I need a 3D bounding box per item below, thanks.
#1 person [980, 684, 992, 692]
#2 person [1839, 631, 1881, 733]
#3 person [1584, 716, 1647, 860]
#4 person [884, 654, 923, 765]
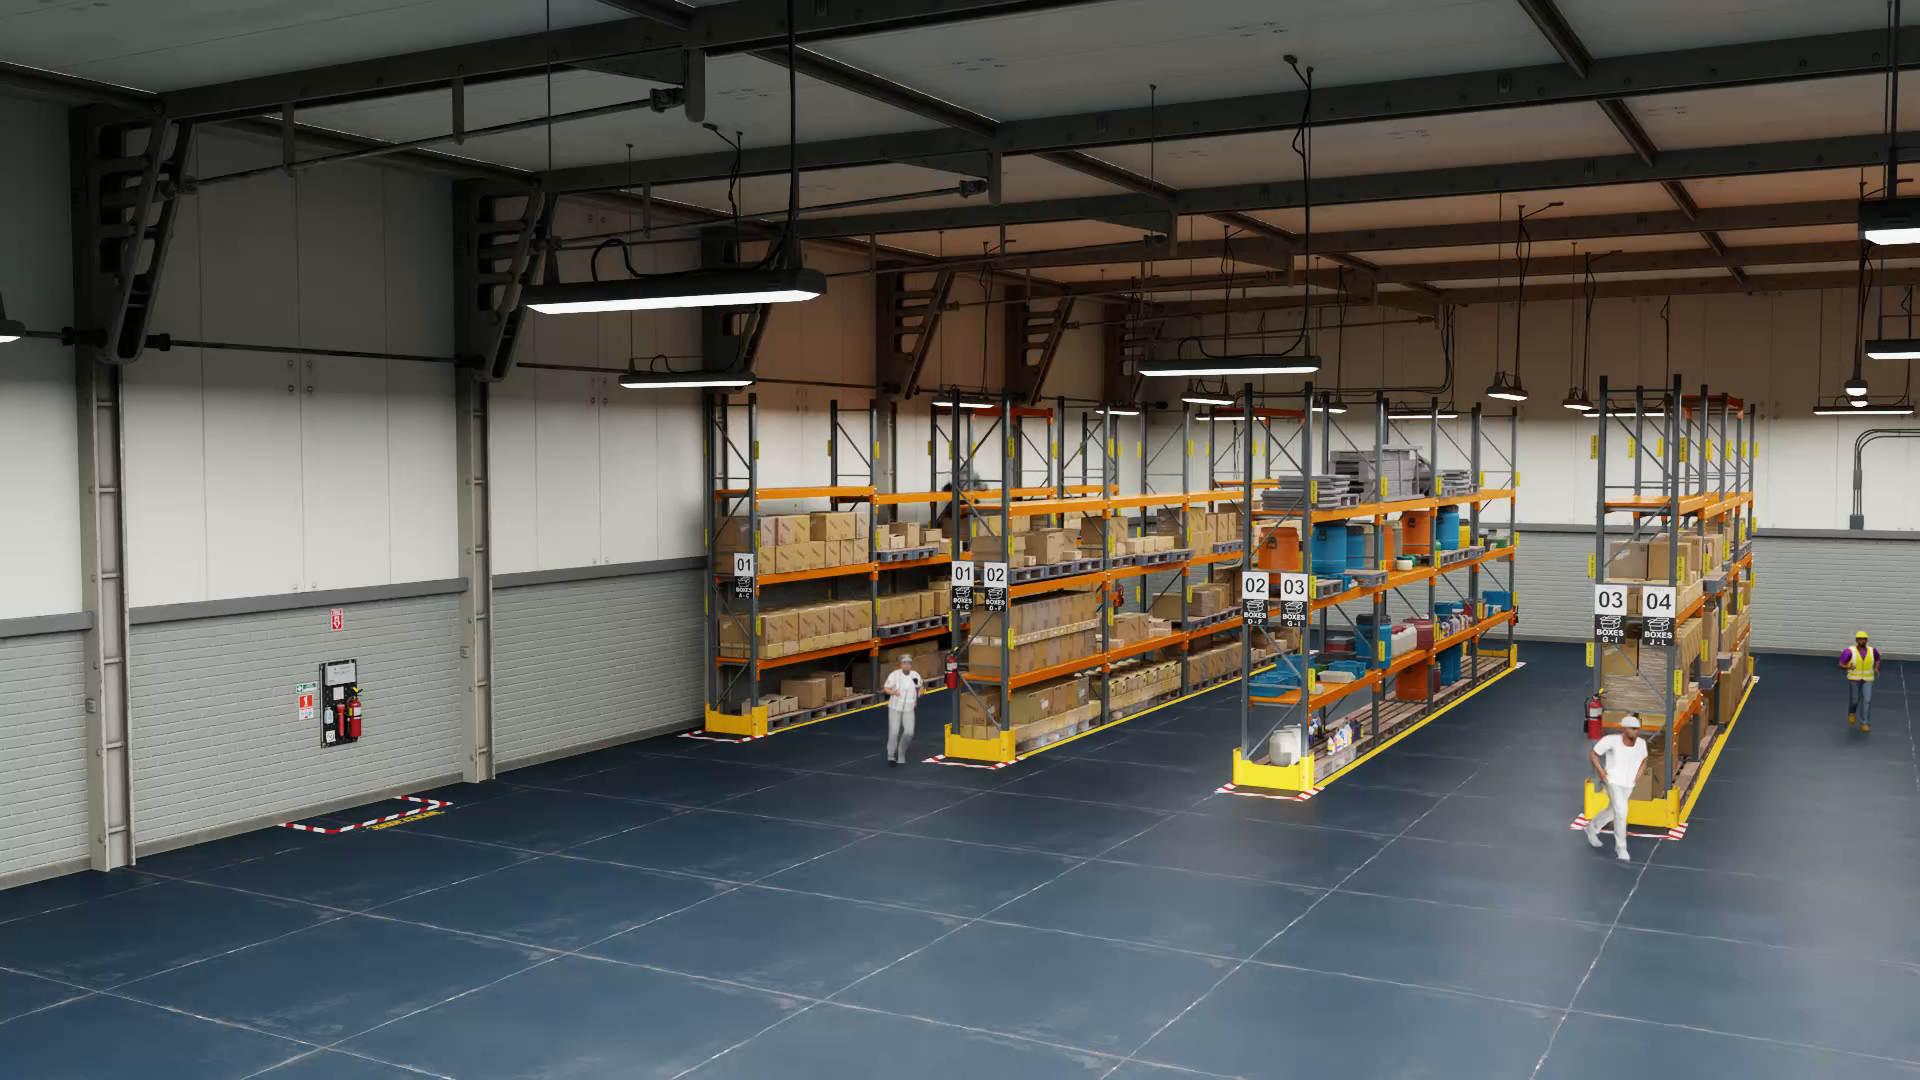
[{"bbox_3d":[0.543,2.464,31.282,0.645,1.681,0.592,2,3,26],"label":"person"},{"bbox_3d":[15.992,2.487,29.524,0.703,1.739,1.007,1,3,18],"label":"person"},{"bbox_3d":[8.155,3.039,20.681,0.720,1.782,0.828,-1,3,-14],"label":"person"},{"bbox_3d":[-0.882,2.709,26.489,0.662,1.805,0.705,0,3,-9],"label":"person"}]
